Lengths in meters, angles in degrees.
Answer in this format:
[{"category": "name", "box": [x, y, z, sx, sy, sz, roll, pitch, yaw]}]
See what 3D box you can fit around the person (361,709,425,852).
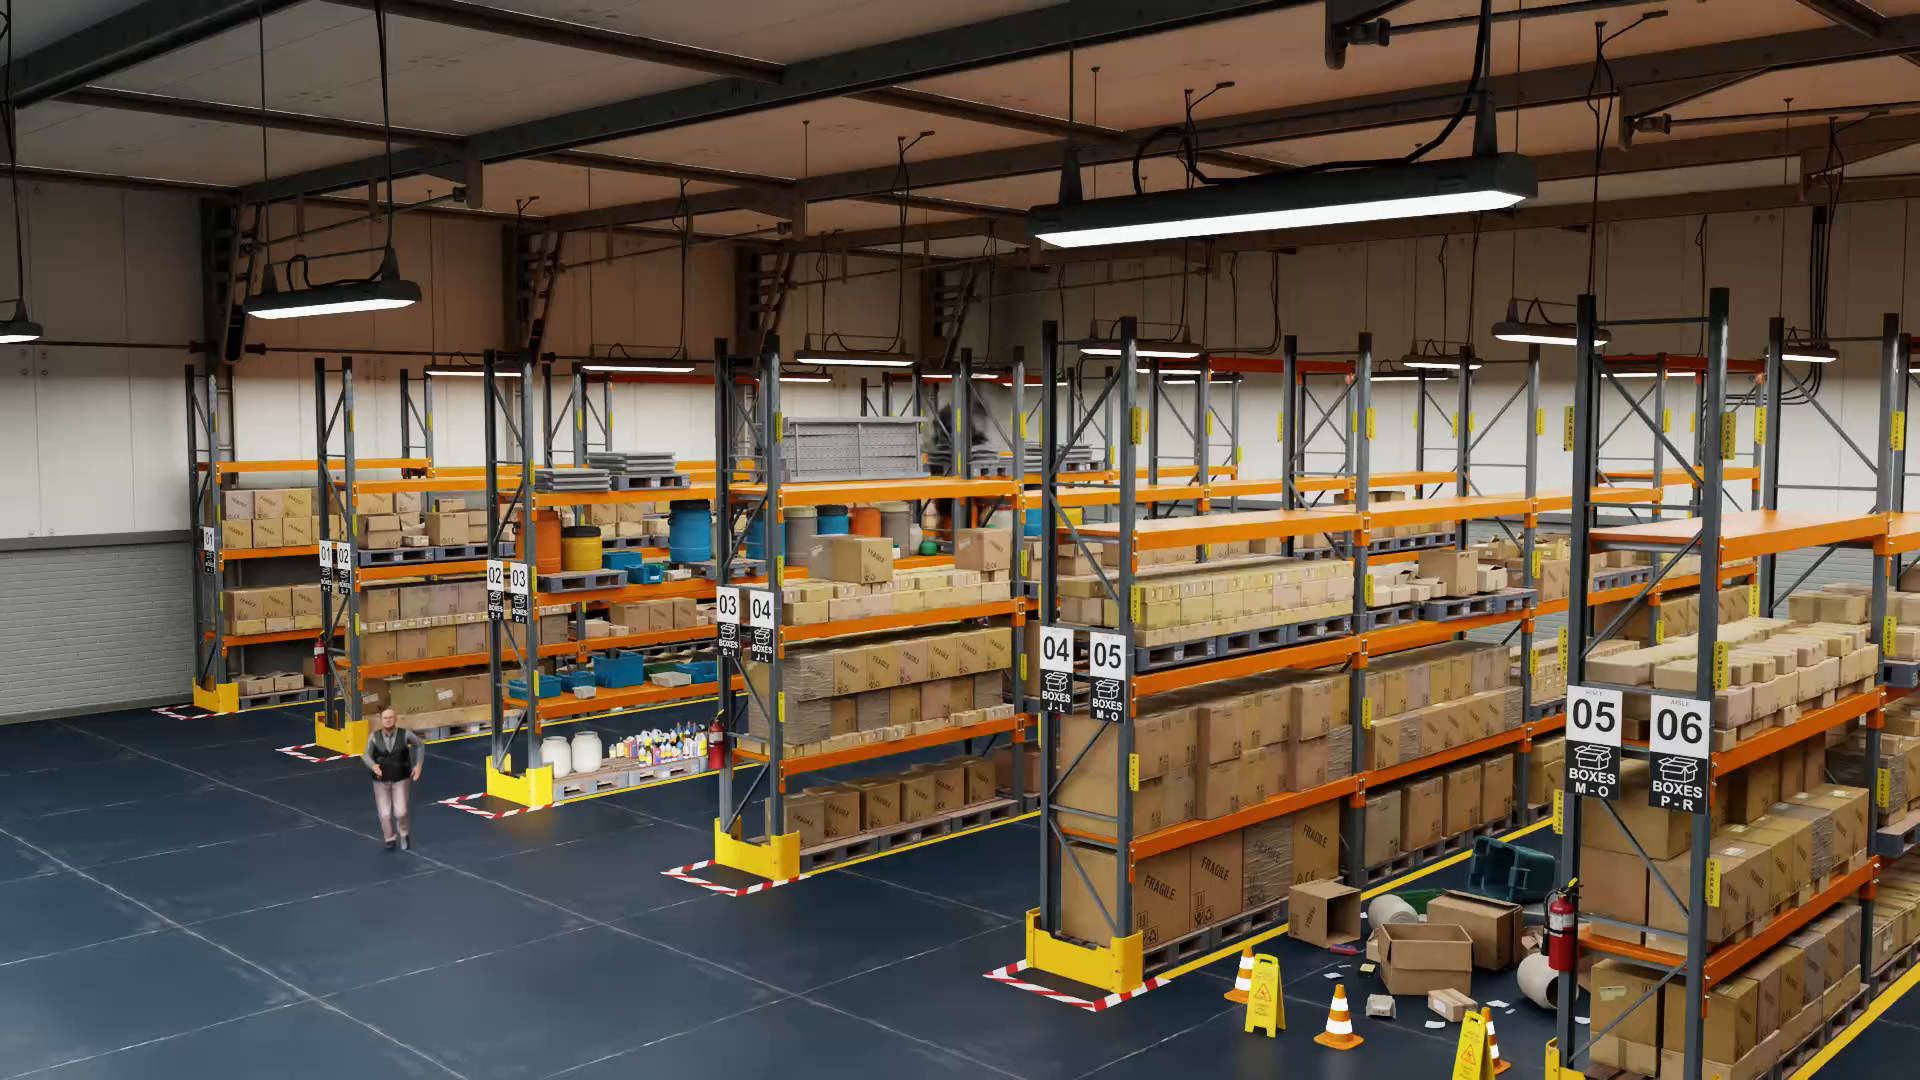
[{"category": "person", "box": [-6.626, 2.829, 19.428, 0.690, 1.710, 0.653, -1, 4, -13]}]
